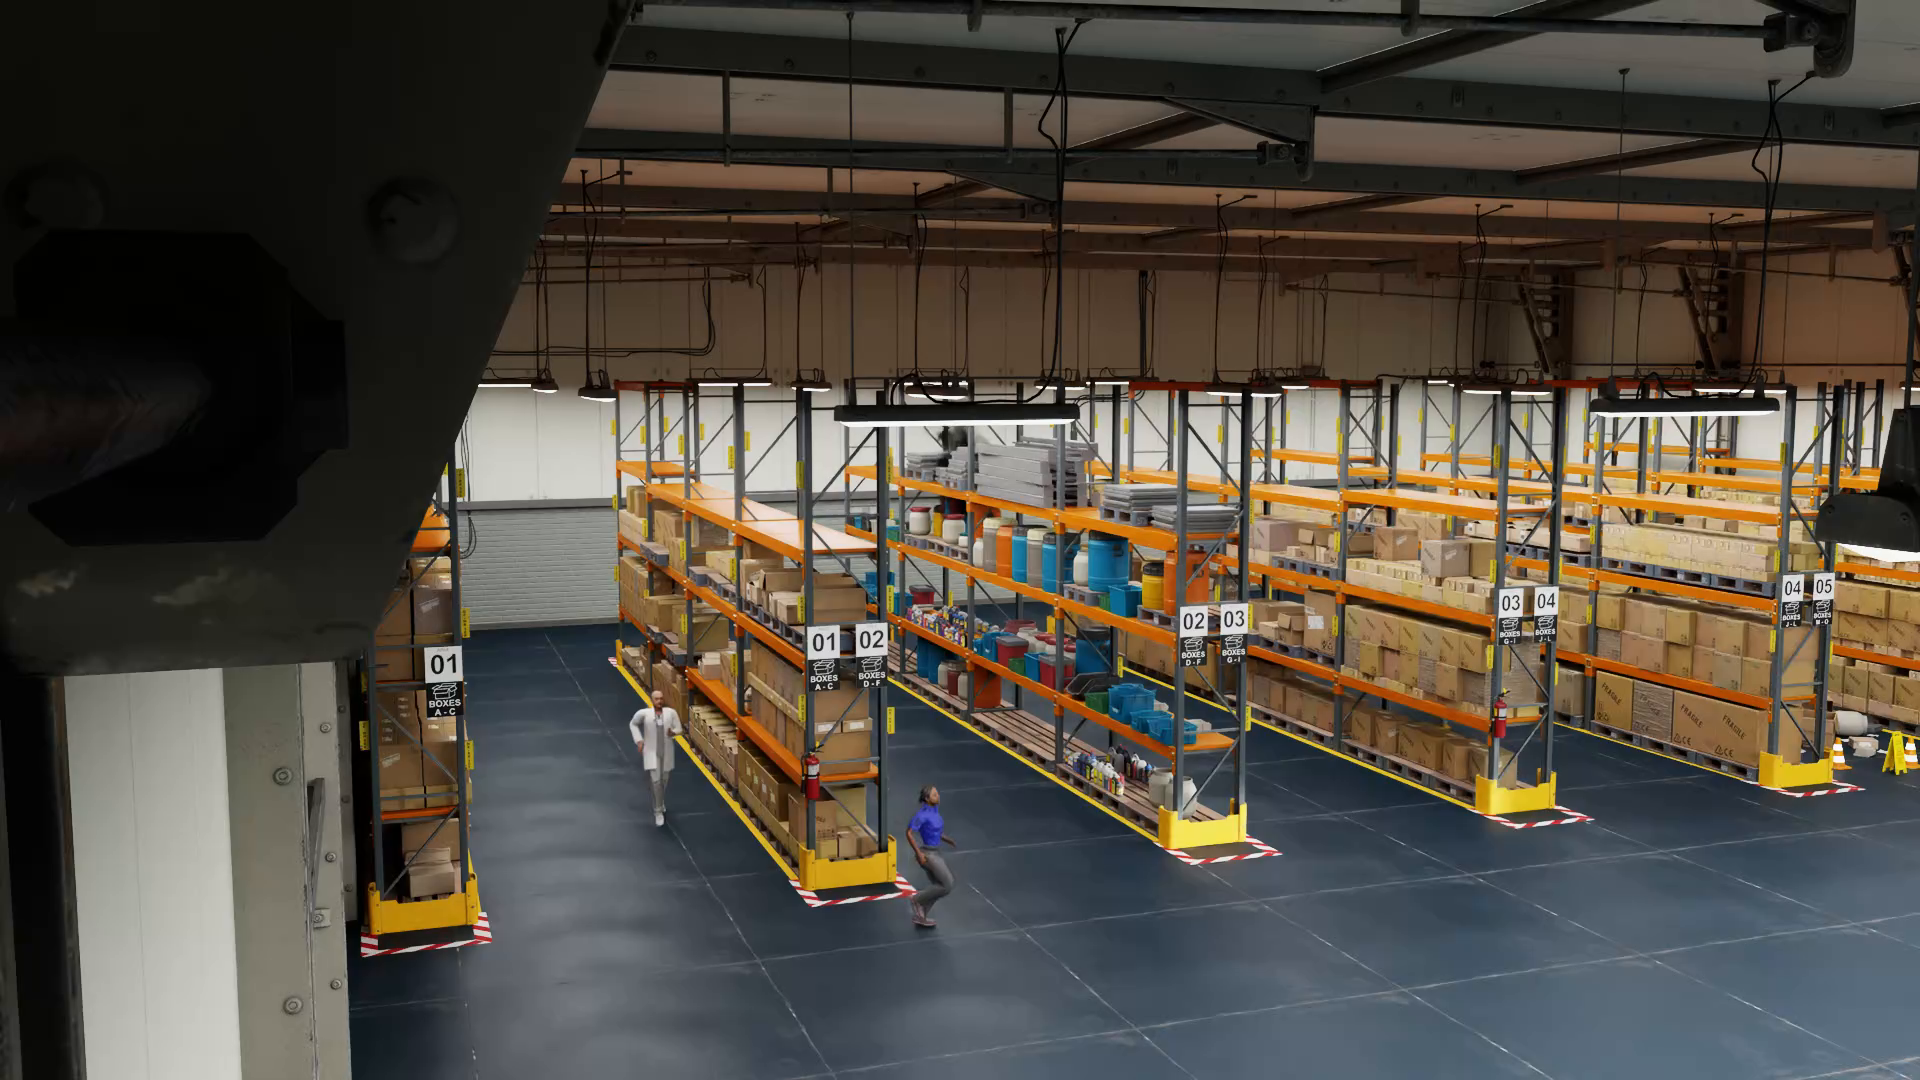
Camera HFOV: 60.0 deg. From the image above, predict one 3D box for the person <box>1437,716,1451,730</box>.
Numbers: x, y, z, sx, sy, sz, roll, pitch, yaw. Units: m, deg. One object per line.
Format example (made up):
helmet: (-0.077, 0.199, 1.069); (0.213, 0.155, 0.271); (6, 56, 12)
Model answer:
person: (8.440, 2.423, 28.930); (0.698, 1.729, 0.546); (-3, 7, -23)

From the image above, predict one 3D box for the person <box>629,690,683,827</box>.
person: (-4.207, 2.994, 23.166); (0.694, 1.822, 0.876); (-3, 7, -24)

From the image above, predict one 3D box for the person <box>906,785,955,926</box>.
person: (-0.298, 3.558, 18.733); (0.527, 1.592, 0.576); (1, 6, 11)
